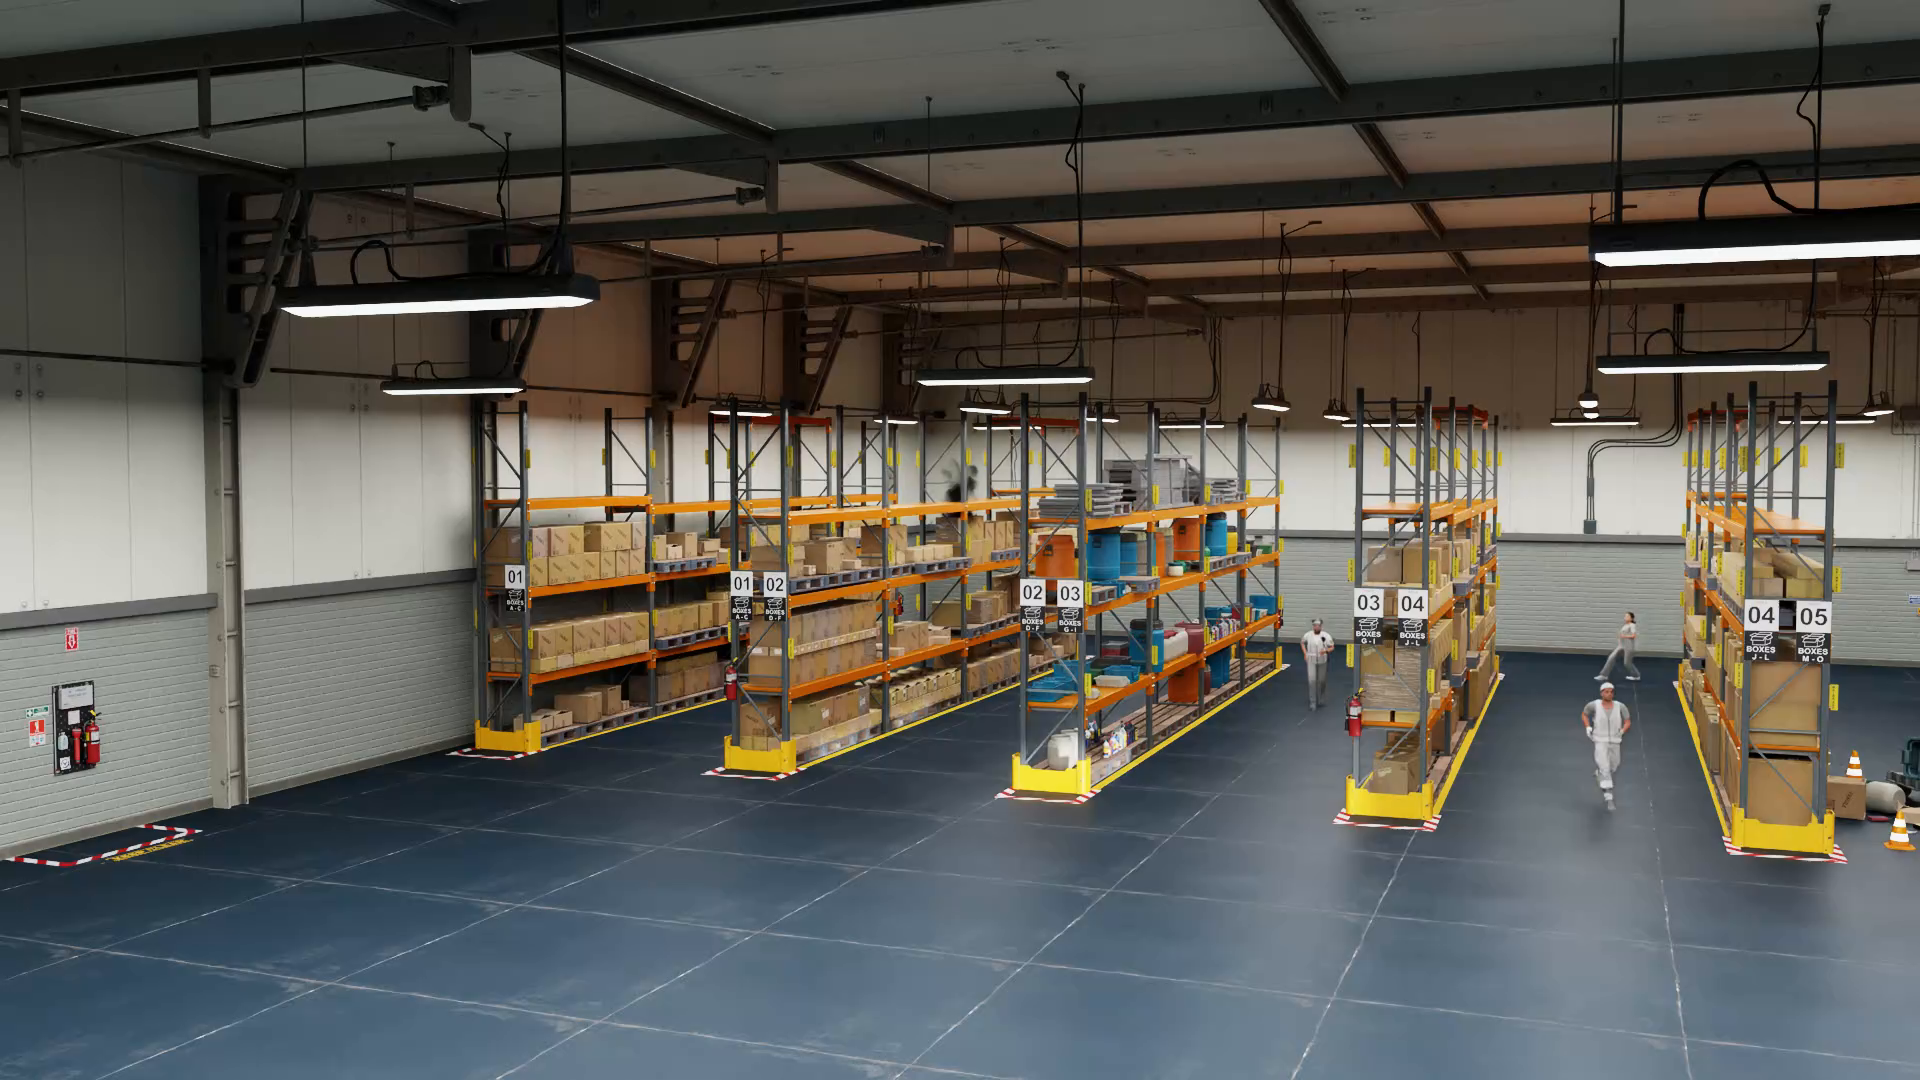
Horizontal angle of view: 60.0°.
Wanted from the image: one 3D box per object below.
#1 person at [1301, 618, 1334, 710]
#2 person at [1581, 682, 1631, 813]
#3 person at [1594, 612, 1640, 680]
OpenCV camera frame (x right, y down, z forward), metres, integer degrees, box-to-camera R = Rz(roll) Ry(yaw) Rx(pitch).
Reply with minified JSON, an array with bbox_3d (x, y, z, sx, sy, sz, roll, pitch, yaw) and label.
[{"bbox_3d":[7.192,2.470,33.476,0.666,1.814,0.854,1,3,12],"label":"person"},{"bbox_3d":[9.379,2.945,24.079,0.624,1.785,1.172,0,3,3],"label":"person"},{"bbox_3d":[14.865,2.387,37.277,1.047,1.551,0.648,-1,3,-12],"label":"person"}]
